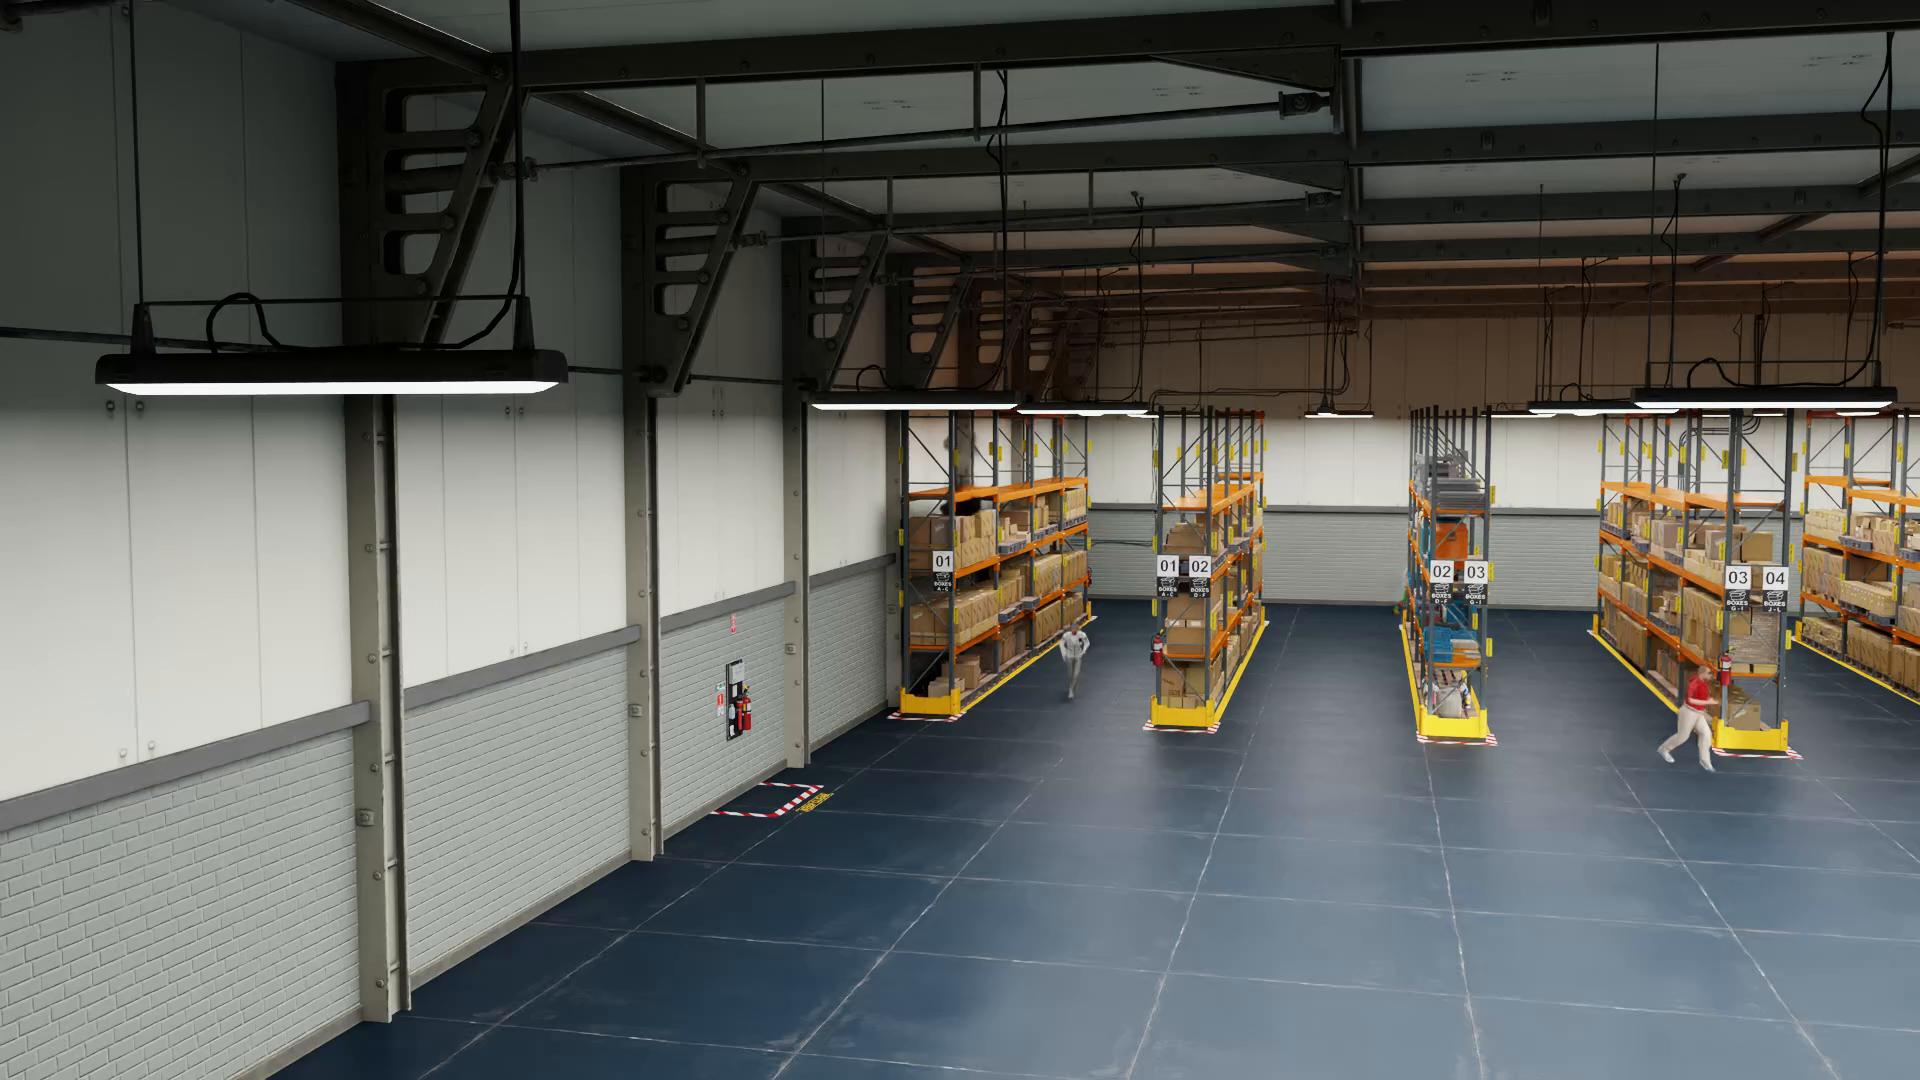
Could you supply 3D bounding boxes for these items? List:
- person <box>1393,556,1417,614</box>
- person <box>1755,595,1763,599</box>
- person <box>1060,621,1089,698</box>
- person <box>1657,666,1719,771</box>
[{"bbox_3d":[13.233,1.362,48.778,0.895,1.773,0.753,-4,6,-42],"label":"person"},{"bbox_3d":[20.510,1.764,43.173,0.695,1.694,0.663,3,5,35],"label":"person"},{"bbox_3d":[2.378,2.460,34.635,0.615,1.627,0.797,0,4,-1],"label":"person"},{"bbox_3d":[12.043,2.933,27.457,0.989,1.765,0.695,4,6,44],"label":"person"}]
